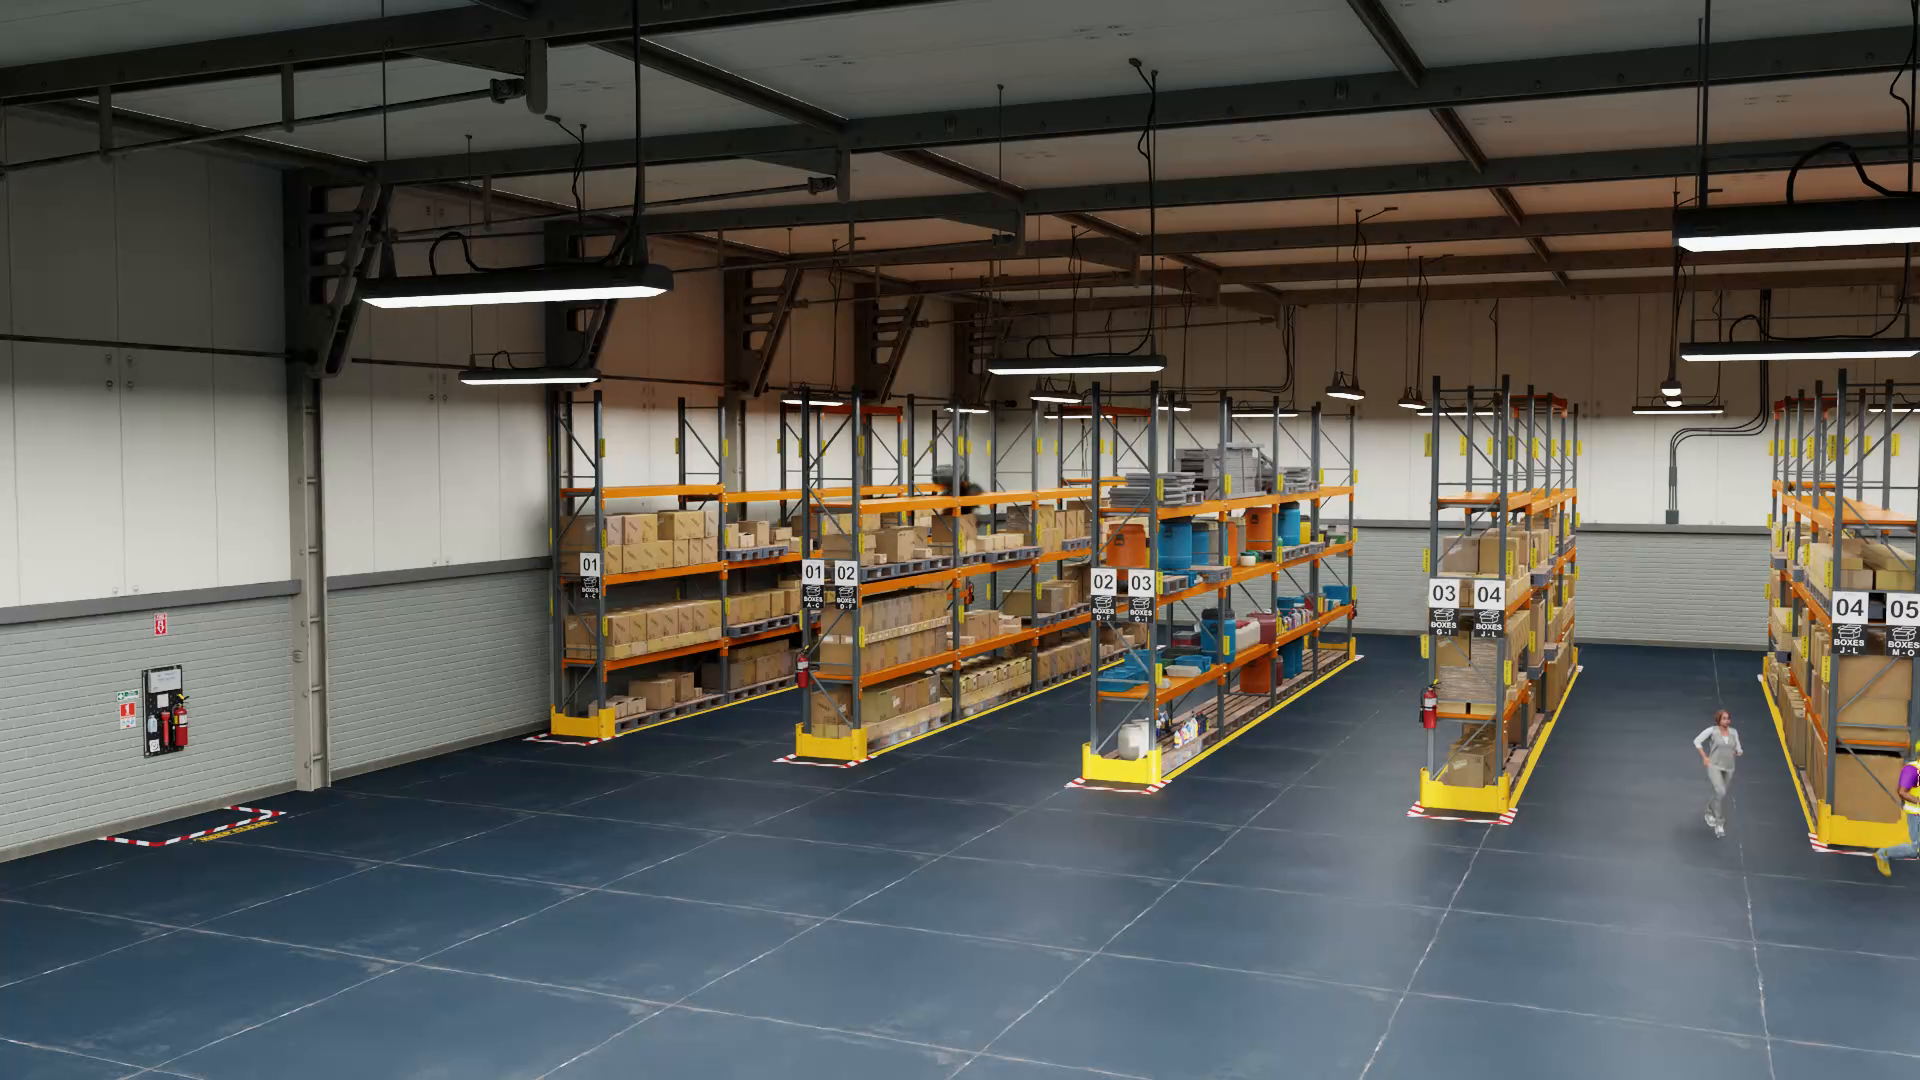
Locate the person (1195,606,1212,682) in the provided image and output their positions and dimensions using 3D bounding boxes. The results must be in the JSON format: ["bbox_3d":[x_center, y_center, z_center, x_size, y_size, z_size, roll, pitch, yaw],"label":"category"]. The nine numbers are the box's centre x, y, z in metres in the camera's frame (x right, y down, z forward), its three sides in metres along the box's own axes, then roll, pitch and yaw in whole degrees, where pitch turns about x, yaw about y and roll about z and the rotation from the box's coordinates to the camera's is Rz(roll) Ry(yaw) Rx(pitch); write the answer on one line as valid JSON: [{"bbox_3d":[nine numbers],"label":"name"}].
[{"bbox_3d":[5.225,2.208,35.316,0.606,1.656,0.674,1,3,23],"label":"person"}]

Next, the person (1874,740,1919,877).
[{"bbox_3d":[10.870,3.097,18.819,0.709,1.761,0.871,-1,3,-23],"label":"person"}]

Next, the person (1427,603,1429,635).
[{"bbox_3d":[11.630,1.939,40.663,0.683,1.627,0.620,3,4,45],"label":"person"}]

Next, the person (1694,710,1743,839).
[{"bbox_3d":[9.865,3.011,21.584,0.521,1.640,0.727,0,3,-4],"label":"person"}]
